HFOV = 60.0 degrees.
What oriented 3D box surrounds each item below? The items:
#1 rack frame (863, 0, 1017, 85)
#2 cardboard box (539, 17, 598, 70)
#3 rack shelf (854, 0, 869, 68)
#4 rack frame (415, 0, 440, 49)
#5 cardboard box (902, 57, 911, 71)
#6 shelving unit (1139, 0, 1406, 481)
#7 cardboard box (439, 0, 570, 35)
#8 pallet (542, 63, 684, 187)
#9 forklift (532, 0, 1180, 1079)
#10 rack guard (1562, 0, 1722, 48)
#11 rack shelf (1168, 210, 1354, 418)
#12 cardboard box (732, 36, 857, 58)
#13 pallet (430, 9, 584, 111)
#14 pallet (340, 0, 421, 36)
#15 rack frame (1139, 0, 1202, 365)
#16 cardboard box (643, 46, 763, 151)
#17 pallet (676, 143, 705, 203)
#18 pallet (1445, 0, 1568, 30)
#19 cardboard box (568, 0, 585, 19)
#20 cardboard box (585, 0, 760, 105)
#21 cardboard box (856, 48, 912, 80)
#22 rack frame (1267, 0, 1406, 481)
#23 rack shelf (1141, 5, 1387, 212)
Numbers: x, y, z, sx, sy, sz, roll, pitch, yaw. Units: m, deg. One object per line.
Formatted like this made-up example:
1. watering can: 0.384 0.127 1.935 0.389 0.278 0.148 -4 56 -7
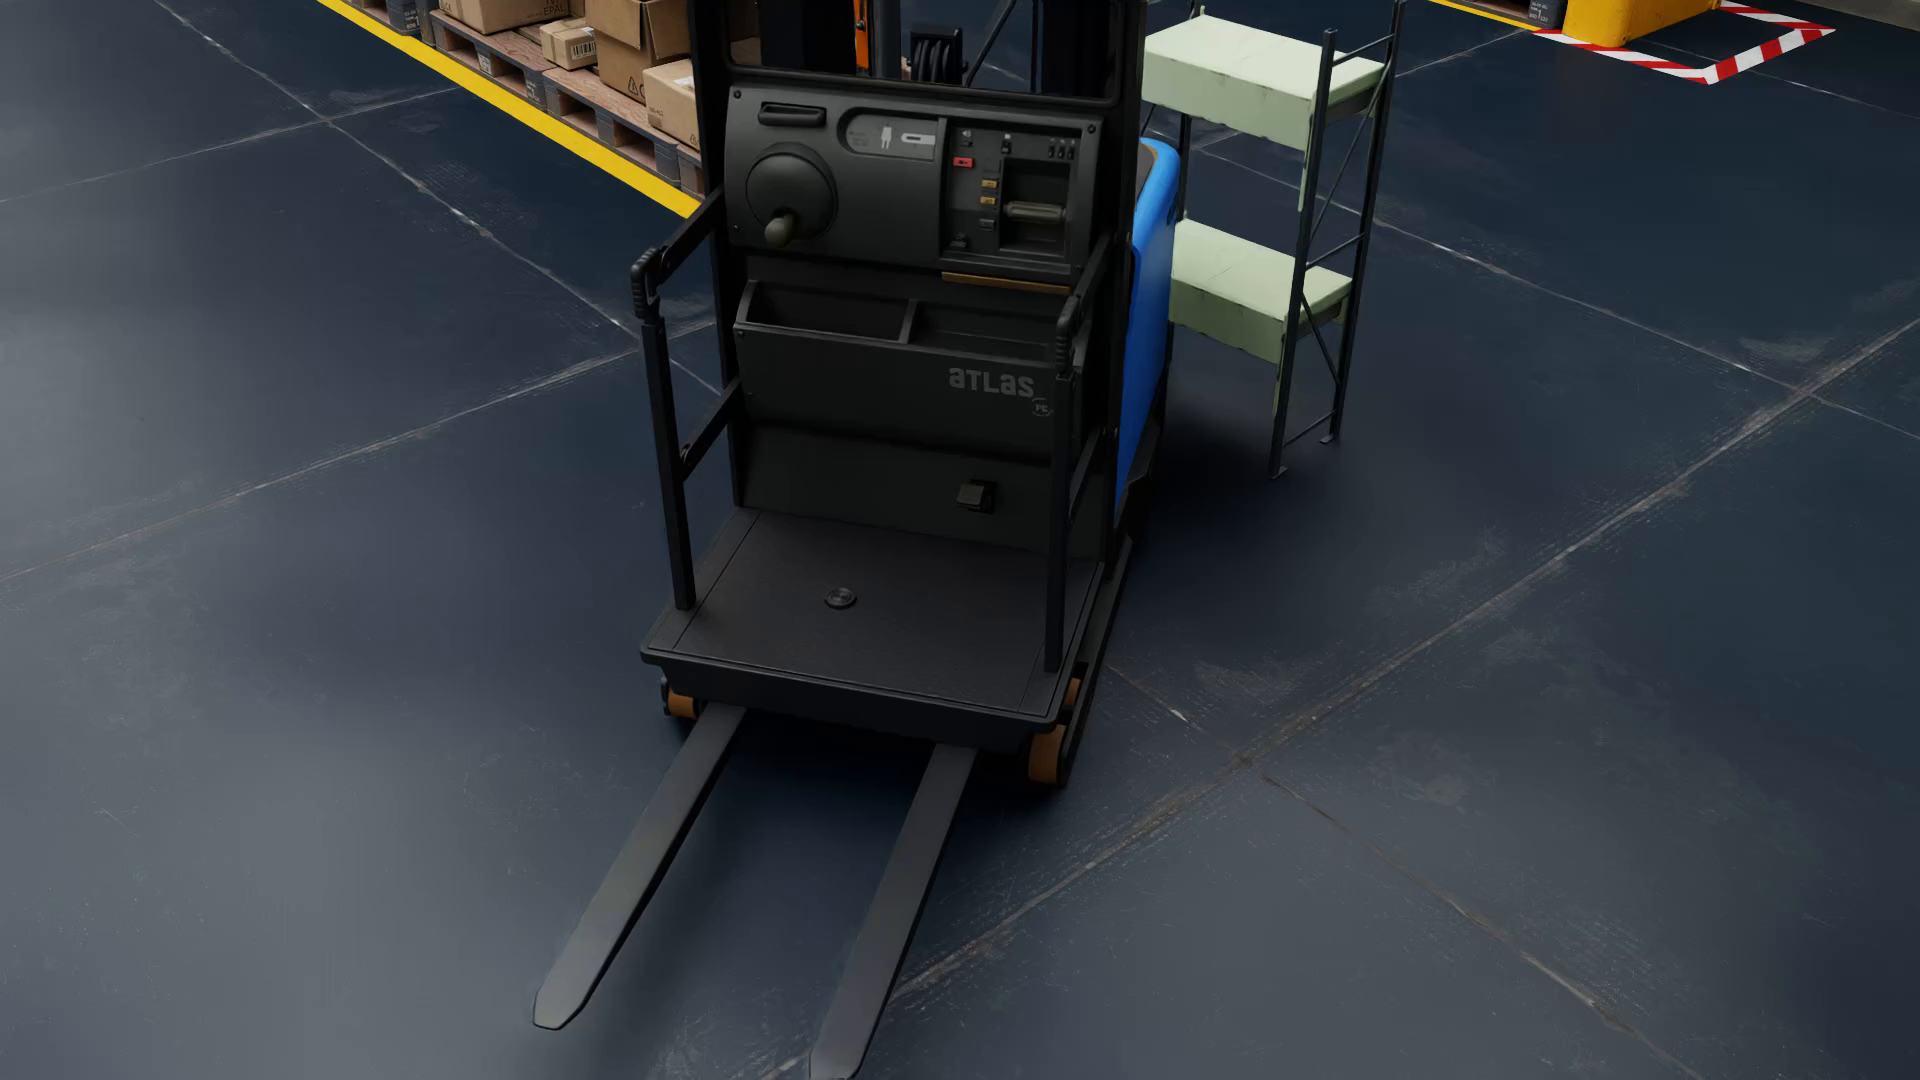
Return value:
1. rack frame: 0.067 -2.333 5.949 1.000 3.000 0.127 -26 43 -32
2. cardboard box: -1.843 -2.479 8.225 0.380 0.166 0.250 -26 43 -32
3. rack shelf: -1.224 -2.923 7.404 1.077 0.370 4.000 -26 43 -32
4. rack frame: -2.514 -4.099 8.443 1.000 3.000 0.127 -26 43 -32
5. cardboard box: -0.390 -1.957 7.417 0.500 0.250 0.500 -26 43 -32
6. shelving unit: 0.905 -1.043 5.426 0.755 1.500 0.431 29 44 34
7. cardboard box: -2.409 -2.916 8.717 0.500 0.311 0.500 -26 43 -32
8. pallet: -1.280 -2.119 8.059 1.003 0.211 1.213 -26 43 -32
9. forklift: -0.177 -0.807 3.854 1.130 2.935 3.031 9 36 12
10. rack guard: 3.864 -3.152 9.268 1.175 0.500 0.348 -26 43 -32
11. rack shelf: 0.905 -0.777 5.614 0.720 0.370 0.431 29 44 34
12. cardboard box: -0.713 -2.178 7.729 0.500 0.250 0.500 -26 43 -32
13. pallet: -2.072 -2.658 8.820 1.003 0.211 1.213 -26 43 -32
14. pallet: -3.068 -3.306 9.736 1.003 0.211 1.213 -26 43 -32
15. rack frame: 0.640 -1.190 5.632 0.023 1.500 0.400 29 44 34
16. cardboard box: -1.062 -1.970 7.434 0.500 0.250 0.500 -26 43 -32
17. pallet: -0.497 -1.580 7.299 1.003 0.211 1.213 -26 43 -32
18. pallet: 3.273 -3.368 9.824 1.003 0.211 1.213 -26 43 -32
19. cardboard box: -1.930 -3.113 8.832 0.500 0.500 0.500 -26 43 -32
20. cardboard box: -1.298 -2.433 7.869 0.797 0.503 0.637 -26 43 -32
21. cardboard box: -0.472 -1.641 6.754 0.500 0.500 0.500 -26 43 -32
22. rack frame: 1.169 -0.897 5.219 0.023 1.500 0.400 29 44 34
23. rack shelf: 0.905 -1.362 5.200 0.720 0.370 0.431 29 44 34
